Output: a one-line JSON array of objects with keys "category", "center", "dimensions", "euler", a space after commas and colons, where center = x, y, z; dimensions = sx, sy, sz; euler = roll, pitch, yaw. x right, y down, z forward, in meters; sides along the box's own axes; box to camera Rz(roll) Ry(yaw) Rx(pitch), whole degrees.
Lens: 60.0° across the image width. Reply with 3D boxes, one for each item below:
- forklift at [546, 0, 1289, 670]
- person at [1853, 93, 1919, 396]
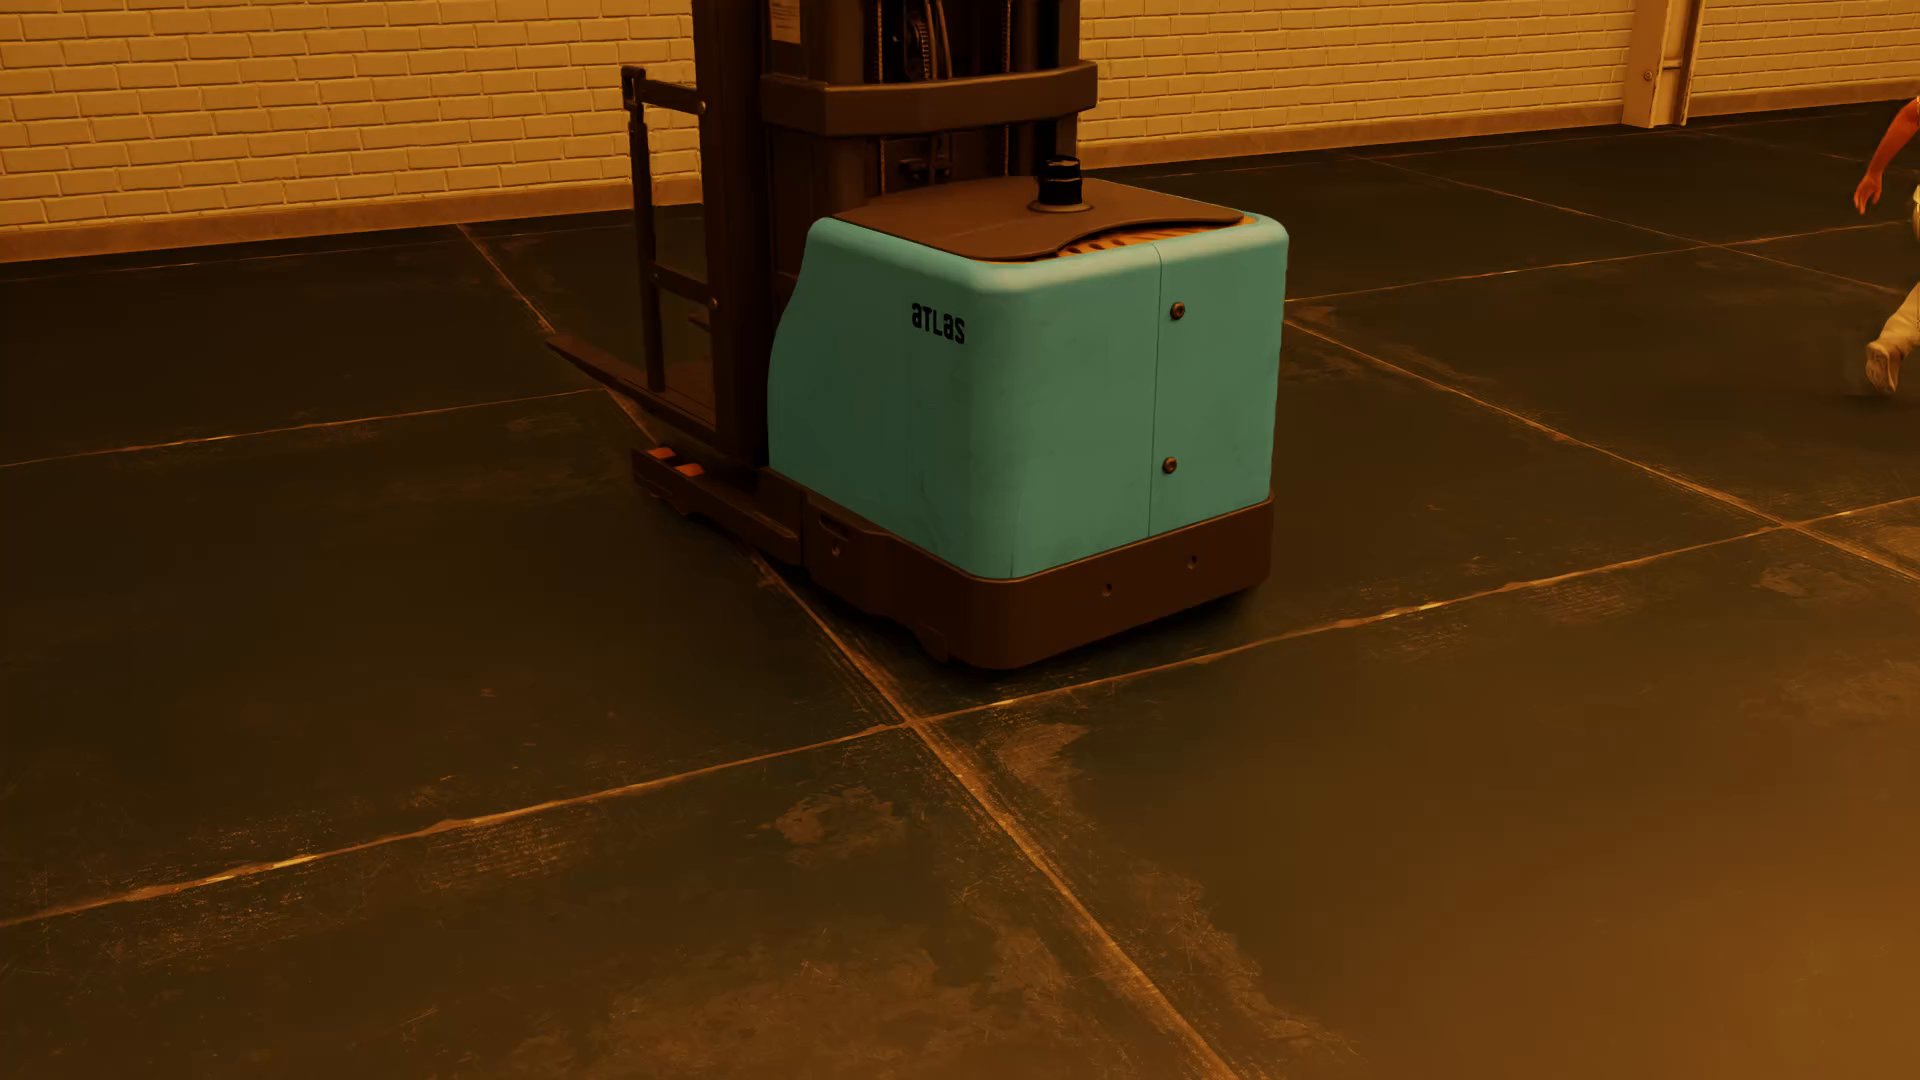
[{"category": "forklift", "center": [-0.415, -1.532, 4.974], "dimensions": [1.130, 2.935, 3.031], "euler": [-16, 27, -34]}, {"category": "person", "center": [3.683, -1.174, 5.919], "dimensions": [0.567, 1.572, 0.745], "euler": [-13, 26, -28]}]
